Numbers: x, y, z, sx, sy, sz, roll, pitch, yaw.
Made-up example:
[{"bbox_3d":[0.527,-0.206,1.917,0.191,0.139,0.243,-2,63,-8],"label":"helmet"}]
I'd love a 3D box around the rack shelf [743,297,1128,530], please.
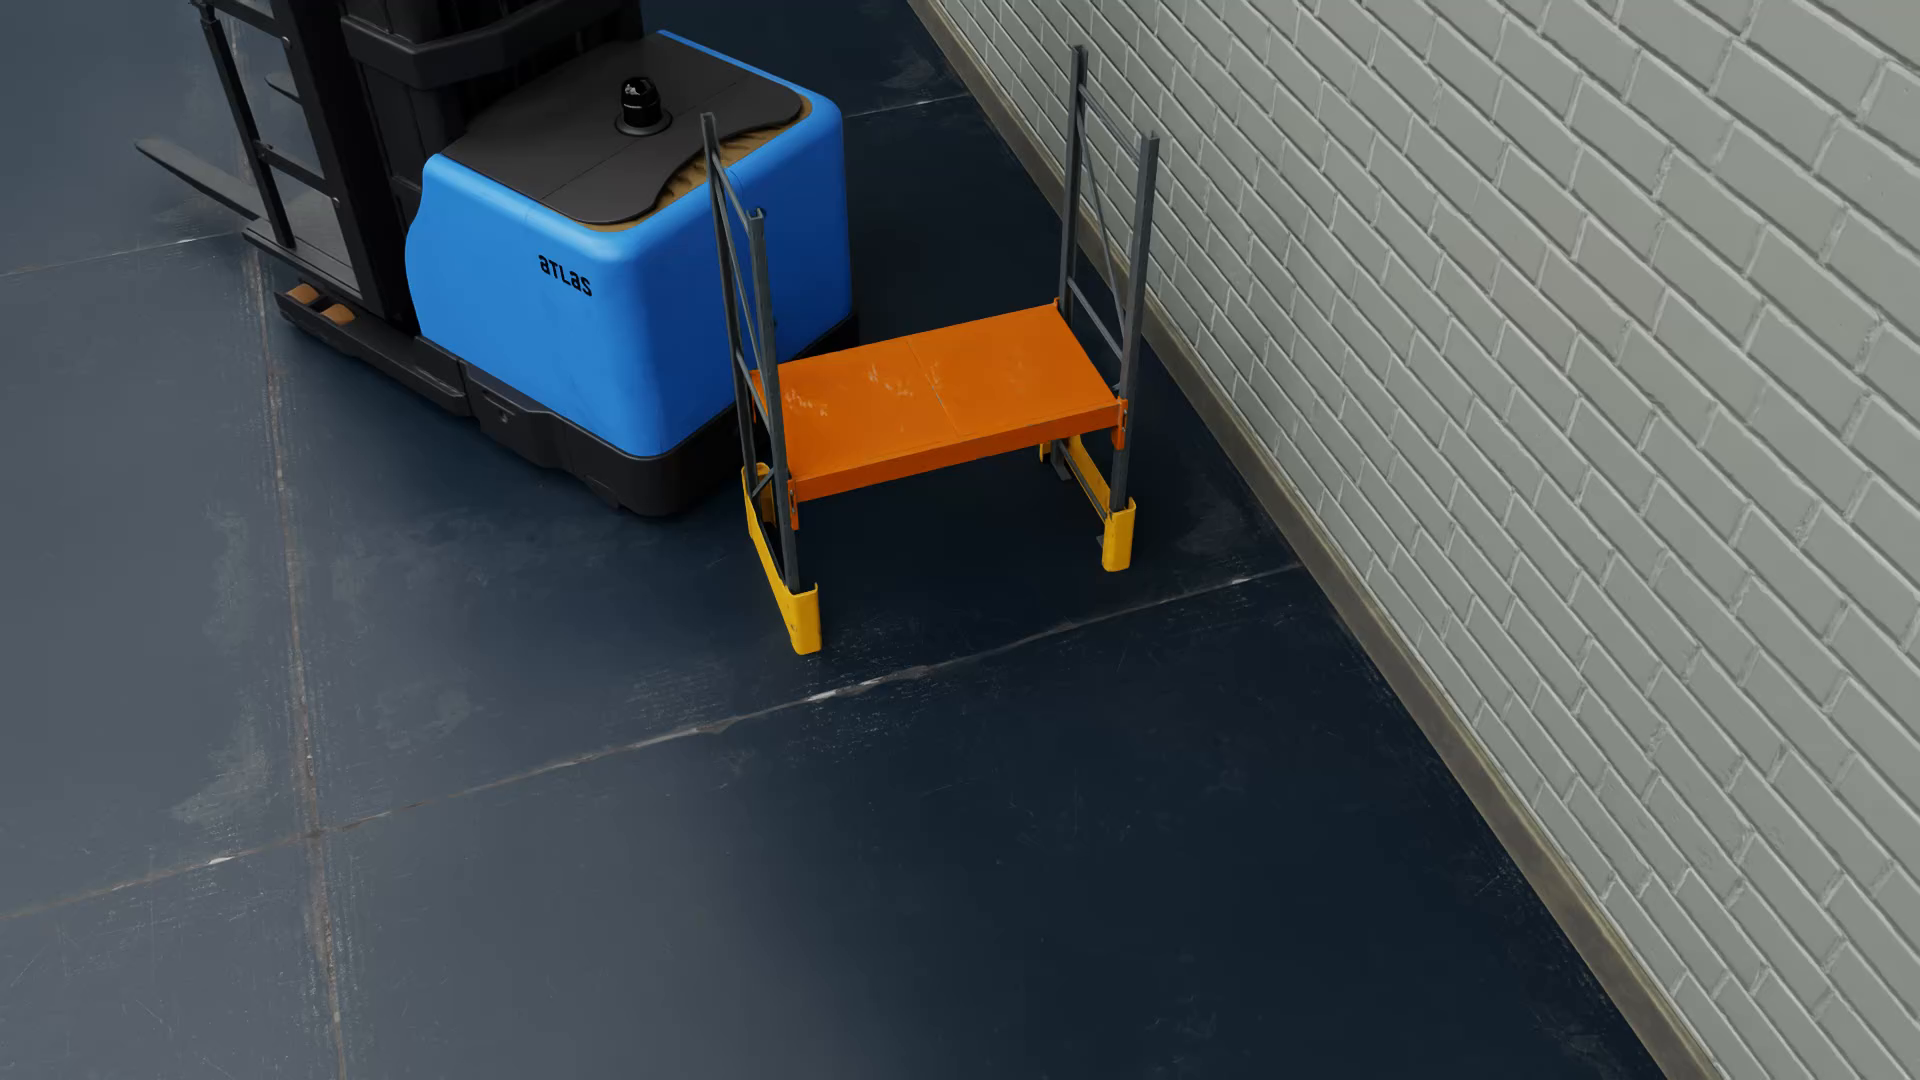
[{"bbox_3d":[-0.080,-0.382,4.826,1.000,0.185,0.538,-14,47,-14],"label":"rack shelf"}]

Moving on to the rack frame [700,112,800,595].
[{"bbox_3d":[-0.558,-0.387,4.576,0.032,1.500,0.500,-14,47,-14],"label":"rack frame"}]

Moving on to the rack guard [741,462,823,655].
[{"bbox_3d":[-0.540,0.050,5.024,0.087,0.250,0.587,-14,47,-14],"label":"rack guard"}]

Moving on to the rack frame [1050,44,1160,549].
[{"bbox_3d":[0.398,-0.631,4.820,0.032,1.500,0.500,-14,47,-14],"label":"rack frame"}]

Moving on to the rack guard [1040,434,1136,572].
[{"bbox_3d":[0.397,-0.190,5.263,0.087,0.250,0.587,-14,47,-14],"label":"rack guard"}]

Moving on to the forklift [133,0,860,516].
[{"bbox_3d":[-1.823,-1.973,5.147,3.031,2.935,1.130,28,52,25],"label":"forklift"}]

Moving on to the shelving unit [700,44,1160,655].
[{"bbox_3d":[-0.072,-0.511,4.701,1.083,1.500,0.587,-14,47,-14],"label":"shelving unit"}]
